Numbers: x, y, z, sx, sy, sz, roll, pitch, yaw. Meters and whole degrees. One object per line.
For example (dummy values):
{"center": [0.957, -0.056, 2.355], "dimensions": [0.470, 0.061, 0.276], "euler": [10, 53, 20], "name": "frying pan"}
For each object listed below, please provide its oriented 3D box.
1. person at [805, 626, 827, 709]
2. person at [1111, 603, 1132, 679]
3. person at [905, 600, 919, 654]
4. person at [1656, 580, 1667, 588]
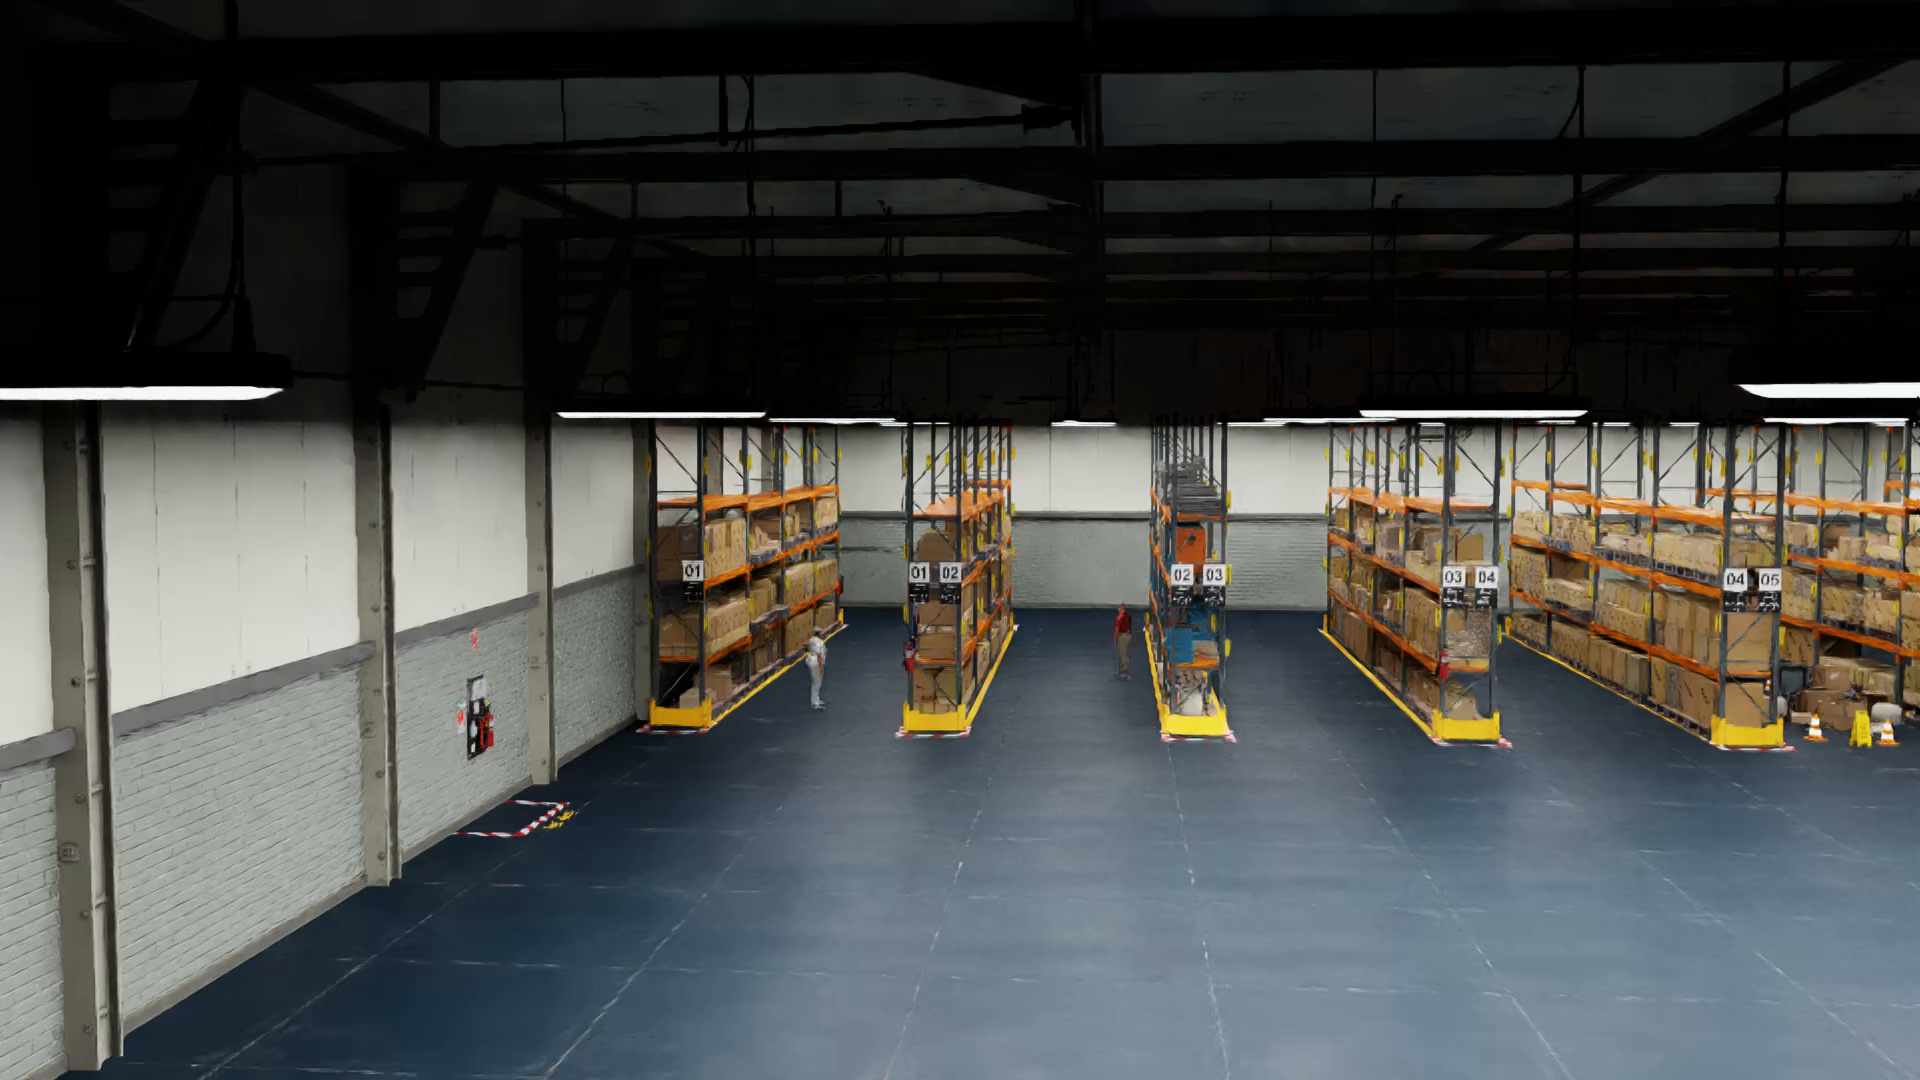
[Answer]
{"center": [-2.907, 2.587, 34.058], "dimensions": [0.464, 1.673, 0.579], "euler": [-2, 4, -24], "name": "person"}
{"center": [3.690, 2.287, 38.052], "dimensions": [0.589, 1.719, 0.669], "euler": [2, 4, 30], "name": "person"}
{"center": [-1.152, 2.065, 41.985], "dimensions": [0.428, 1.656, 0.534], "euler": [-2, 4, -27], "name": "person"}
{"center": [18.895, 1.801, 44.945], "dimensions": [0.506, 1.790, 0.624], "euler": [0, 4, -3], "name": "person"}
